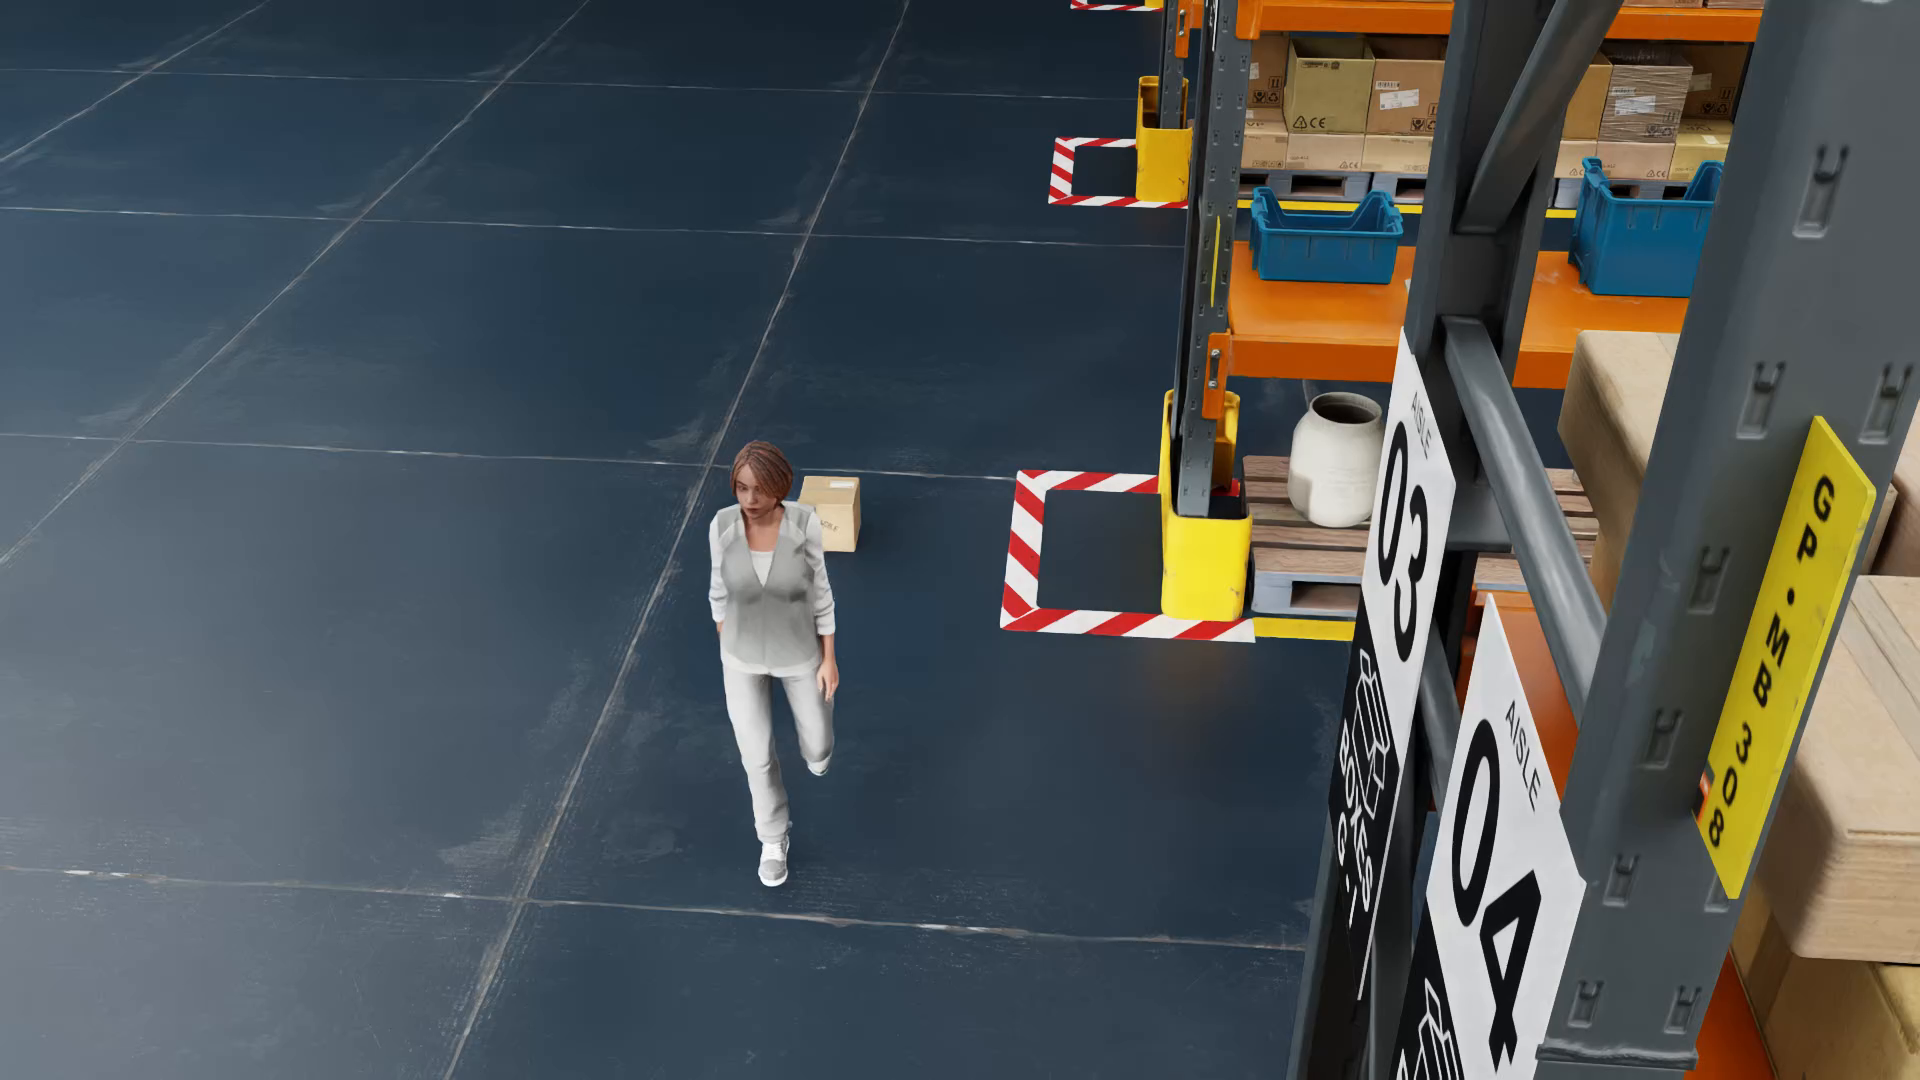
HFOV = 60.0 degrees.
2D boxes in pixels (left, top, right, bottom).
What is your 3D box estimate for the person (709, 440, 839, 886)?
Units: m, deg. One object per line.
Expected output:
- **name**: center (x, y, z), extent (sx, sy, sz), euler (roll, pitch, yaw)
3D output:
- **person**: center (-0.610, 0.363, 5.545), extent (0.415, 1.570, 0.667), euler (-1, 32, -2)
